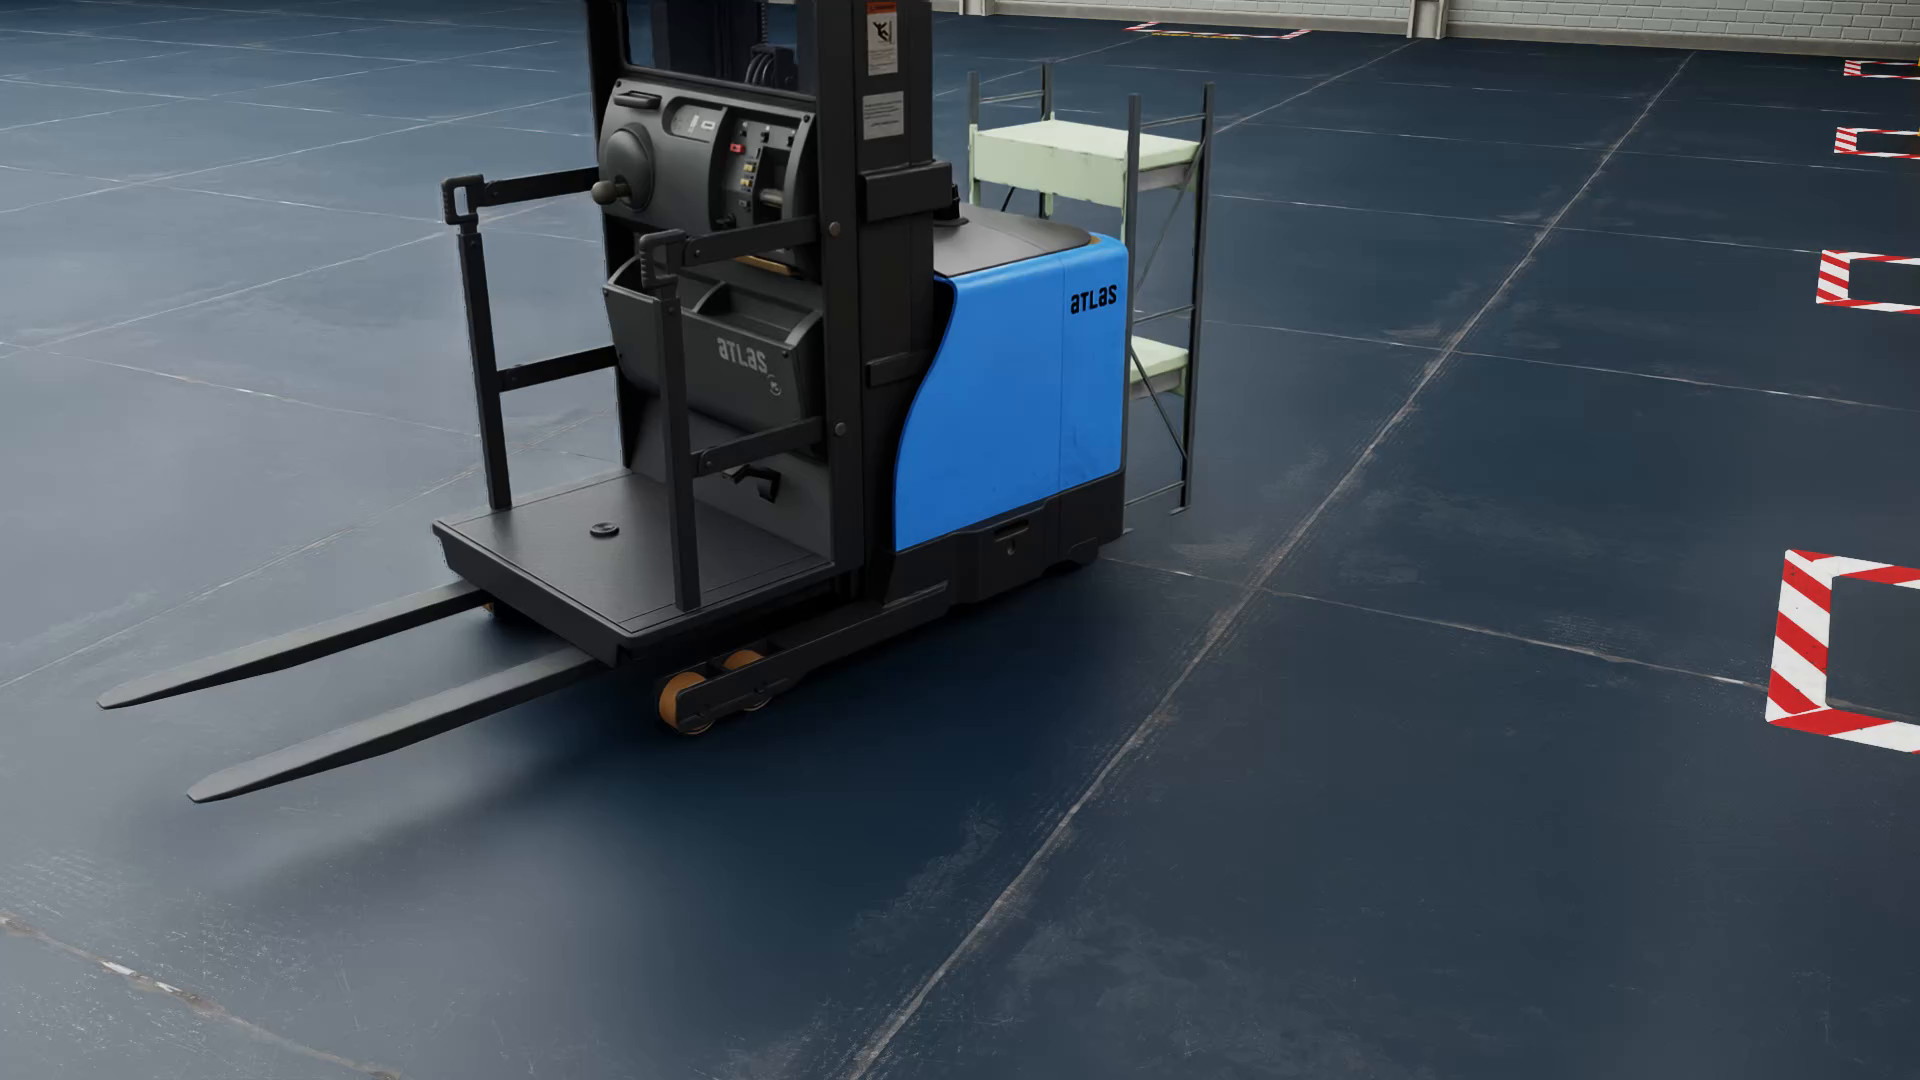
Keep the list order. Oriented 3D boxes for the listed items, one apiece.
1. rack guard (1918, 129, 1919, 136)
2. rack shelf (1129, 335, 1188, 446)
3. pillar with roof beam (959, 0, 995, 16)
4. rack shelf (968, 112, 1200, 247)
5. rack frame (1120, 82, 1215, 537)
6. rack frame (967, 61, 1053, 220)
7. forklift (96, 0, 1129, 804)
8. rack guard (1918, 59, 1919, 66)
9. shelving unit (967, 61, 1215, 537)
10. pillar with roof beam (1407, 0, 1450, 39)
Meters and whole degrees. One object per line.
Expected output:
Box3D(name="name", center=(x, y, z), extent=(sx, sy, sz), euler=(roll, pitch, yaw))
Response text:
Box3D(name="rack guard", center=(7.671, -3.294, 12.856), extent=(0.348, 0.500, 1.175), euler=(11, 25, 25))
Box3D(name="rack shelf", center=(0.430, -0.557, 5.977), extent=(0.431, 0.370, 0.720), euler=(-20, 30, -39))
Box3D(name="pillar with roof beam", center=(-1.712, -9.725, 17.119), extent=(0.400, 9.000, 9.100), euler=(11, 25, 25))
Box3D(name="rack shelf", center=(0.430, -1.217, 5.697), extent=(0.431, 0.370, 0.720), euler=(-20, 30, -39))
Box3D(name="rack frame", center=(0.681, -0.753, 5.605), extent=(0.400, 1.500, 0.023), euler=(-20, 30, -39))
Box3D(name="rack frame", center=(0.178, -0.961, 6.094), extent=(0.400, 1.500, 0.023), euler=(-20, 30, -39))
Box3D(name="forklift", center=(-0.868, -1.050, 4.474), extent=(3.031, 2.935, 1.130), euler=(-20, 30, -39))
Box3D(name="rack guard", center=(9.992, -5.007, 16.884), extent=(0.348, 0.500, 1.175), euler=(11, 25, 25))
Box3D(name="shelving unit", center=(0.430, -0.857, 5.850), extent=(0.431, 1.500, 0.755), euler=(-20, 30, -39))
Box3D(name="pillar with roof beam", center=(3.643, -8.666, 14.628), extent=(0.400, 9.000, 9.100), euler=(11, 25, 25))
